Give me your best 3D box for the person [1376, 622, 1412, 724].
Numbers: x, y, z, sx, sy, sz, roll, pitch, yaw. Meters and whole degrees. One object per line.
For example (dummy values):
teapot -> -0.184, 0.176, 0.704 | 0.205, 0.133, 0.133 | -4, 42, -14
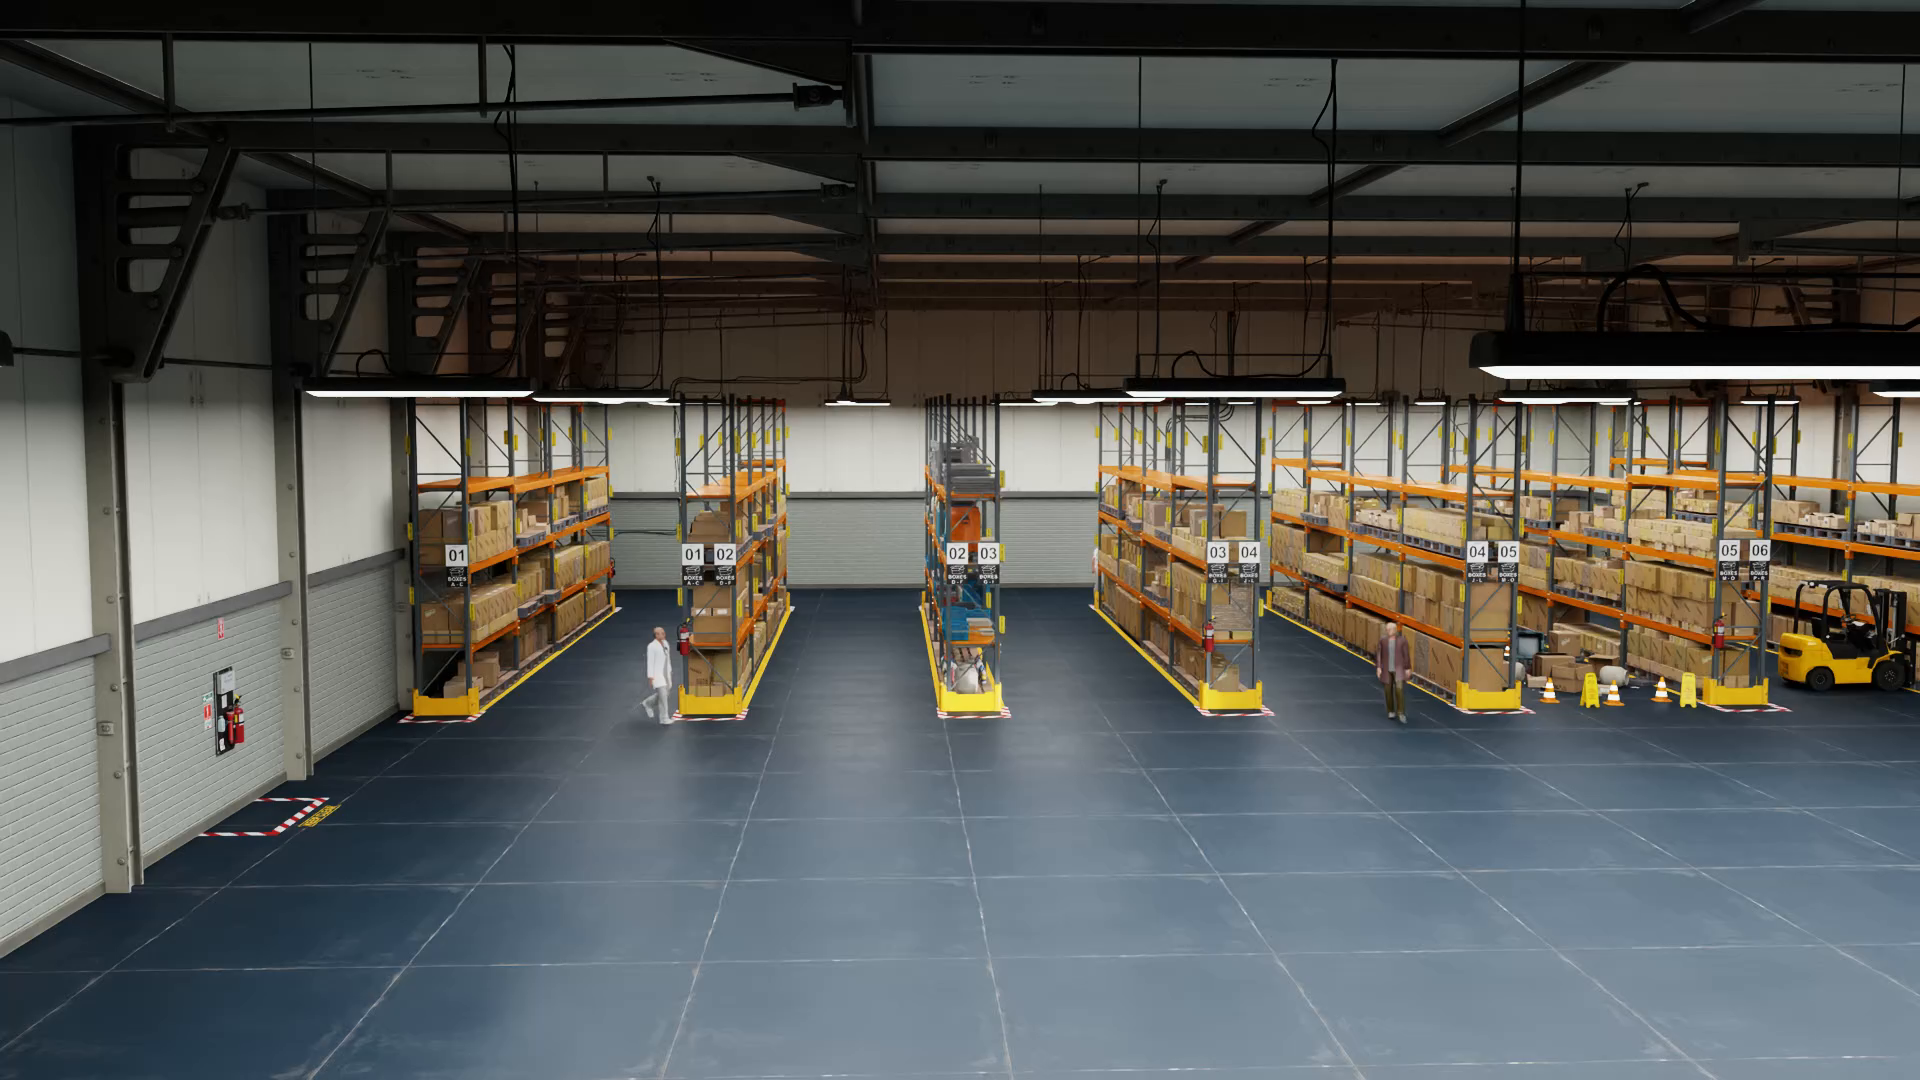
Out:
person -> 7.957, 2.425, 30.604 | 0.662, 1.794, 0.705 | 2, 5, 25

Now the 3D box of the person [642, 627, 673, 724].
person -> -5.503, 2.443, 30.248 | 0.921, 1.749, 0.602 | 3, 6, 36

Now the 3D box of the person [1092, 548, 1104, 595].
person -> 4.319, 0.881, 50.505 | 0.540, 1.787, 0.866 | -3, 6, -36
